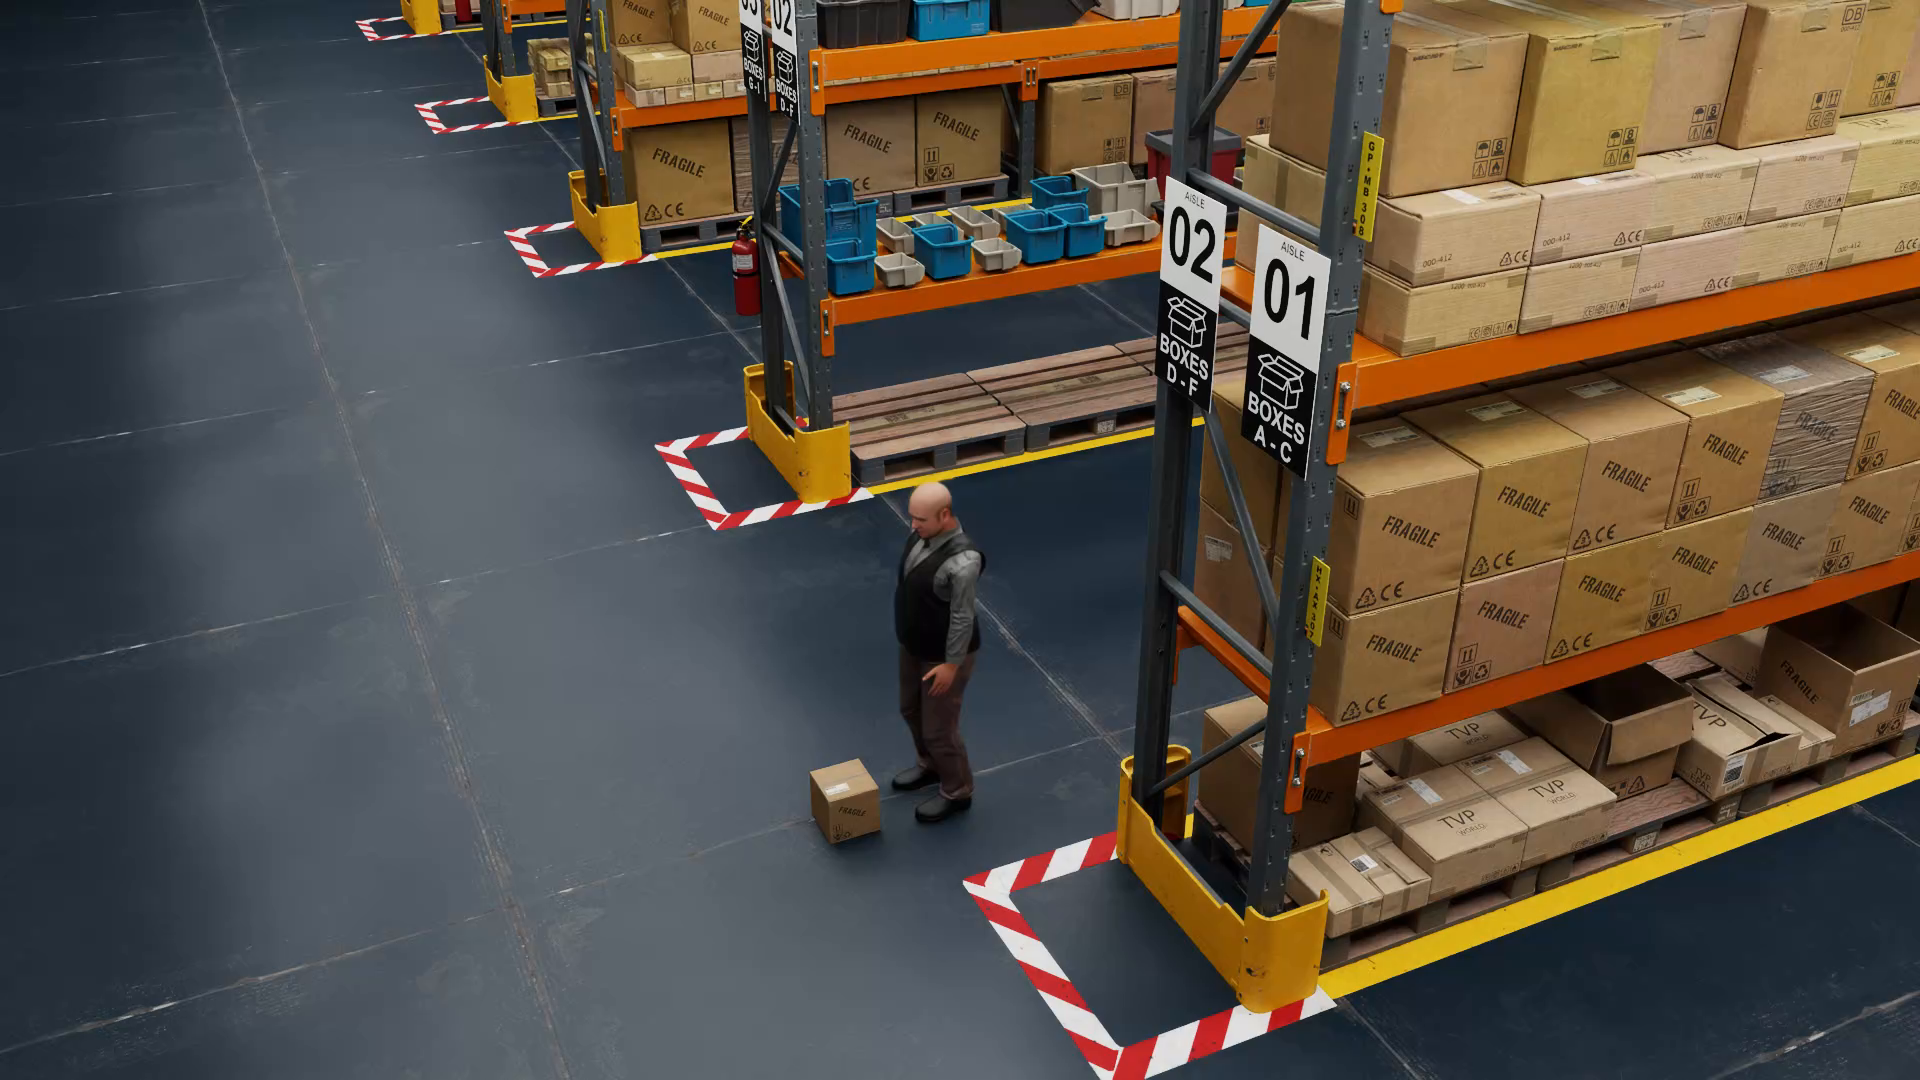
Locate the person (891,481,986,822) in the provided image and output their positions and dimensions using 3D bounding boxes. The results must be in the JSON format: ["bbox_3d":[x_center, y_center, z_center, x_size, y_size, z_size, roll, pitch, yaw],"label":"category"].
[{"bbox_3d":[-0.101,0.496,7.610,0.354,1.710,0.536,-14,32,-23],"label":"person"}]
